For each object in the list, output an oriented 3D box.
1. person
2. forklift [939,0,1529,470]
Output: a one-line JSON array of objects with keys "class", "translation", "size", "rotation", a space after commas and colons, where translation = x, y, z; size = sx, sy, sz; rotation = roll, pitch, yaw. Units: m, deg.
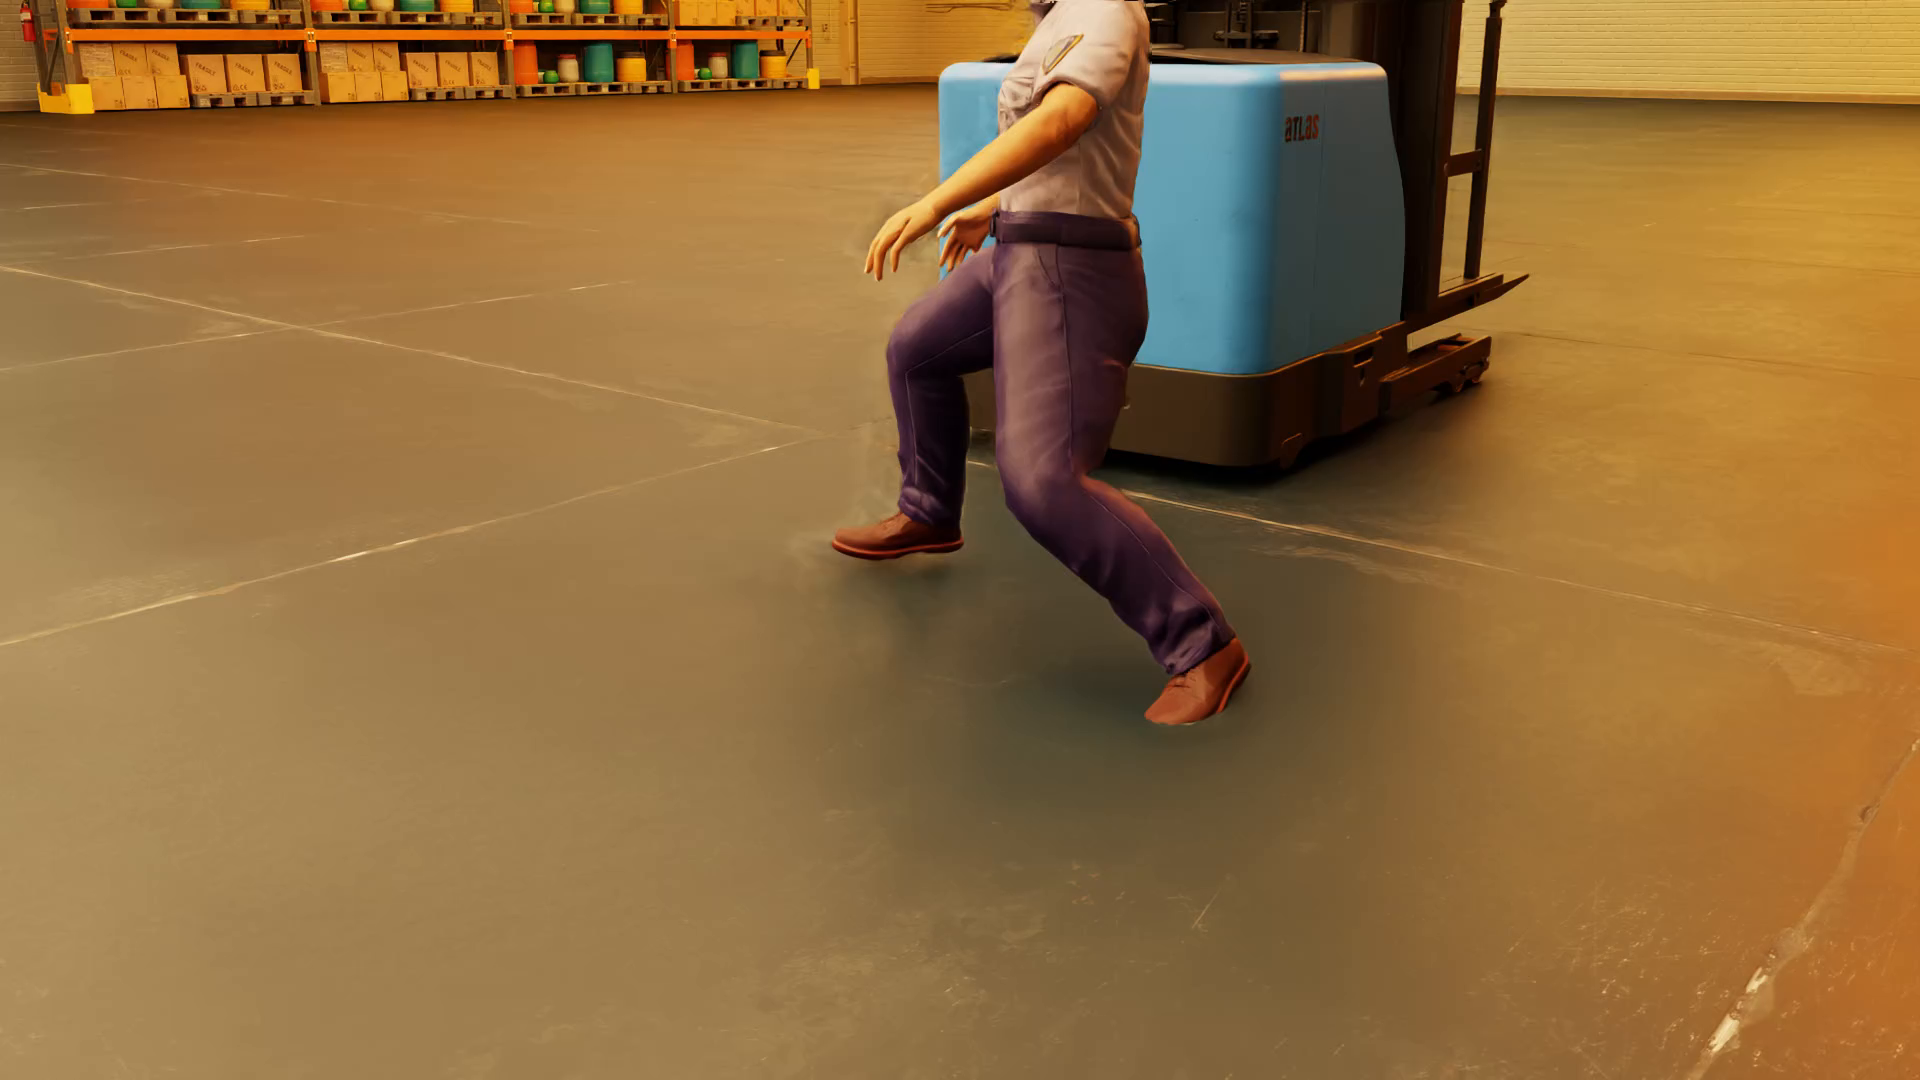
[{"class": "person", "translation": [0.118, -0.509, 3.153], "size": [0.862, 1.518, 0.966], "rotation": [1, 17, 4]}, {"class": "forklift", "translation": [1.171, -1.960, 5.354], "size": [1.130, 2.935, 3.031], "rotation": [11, 20, 33]}]
